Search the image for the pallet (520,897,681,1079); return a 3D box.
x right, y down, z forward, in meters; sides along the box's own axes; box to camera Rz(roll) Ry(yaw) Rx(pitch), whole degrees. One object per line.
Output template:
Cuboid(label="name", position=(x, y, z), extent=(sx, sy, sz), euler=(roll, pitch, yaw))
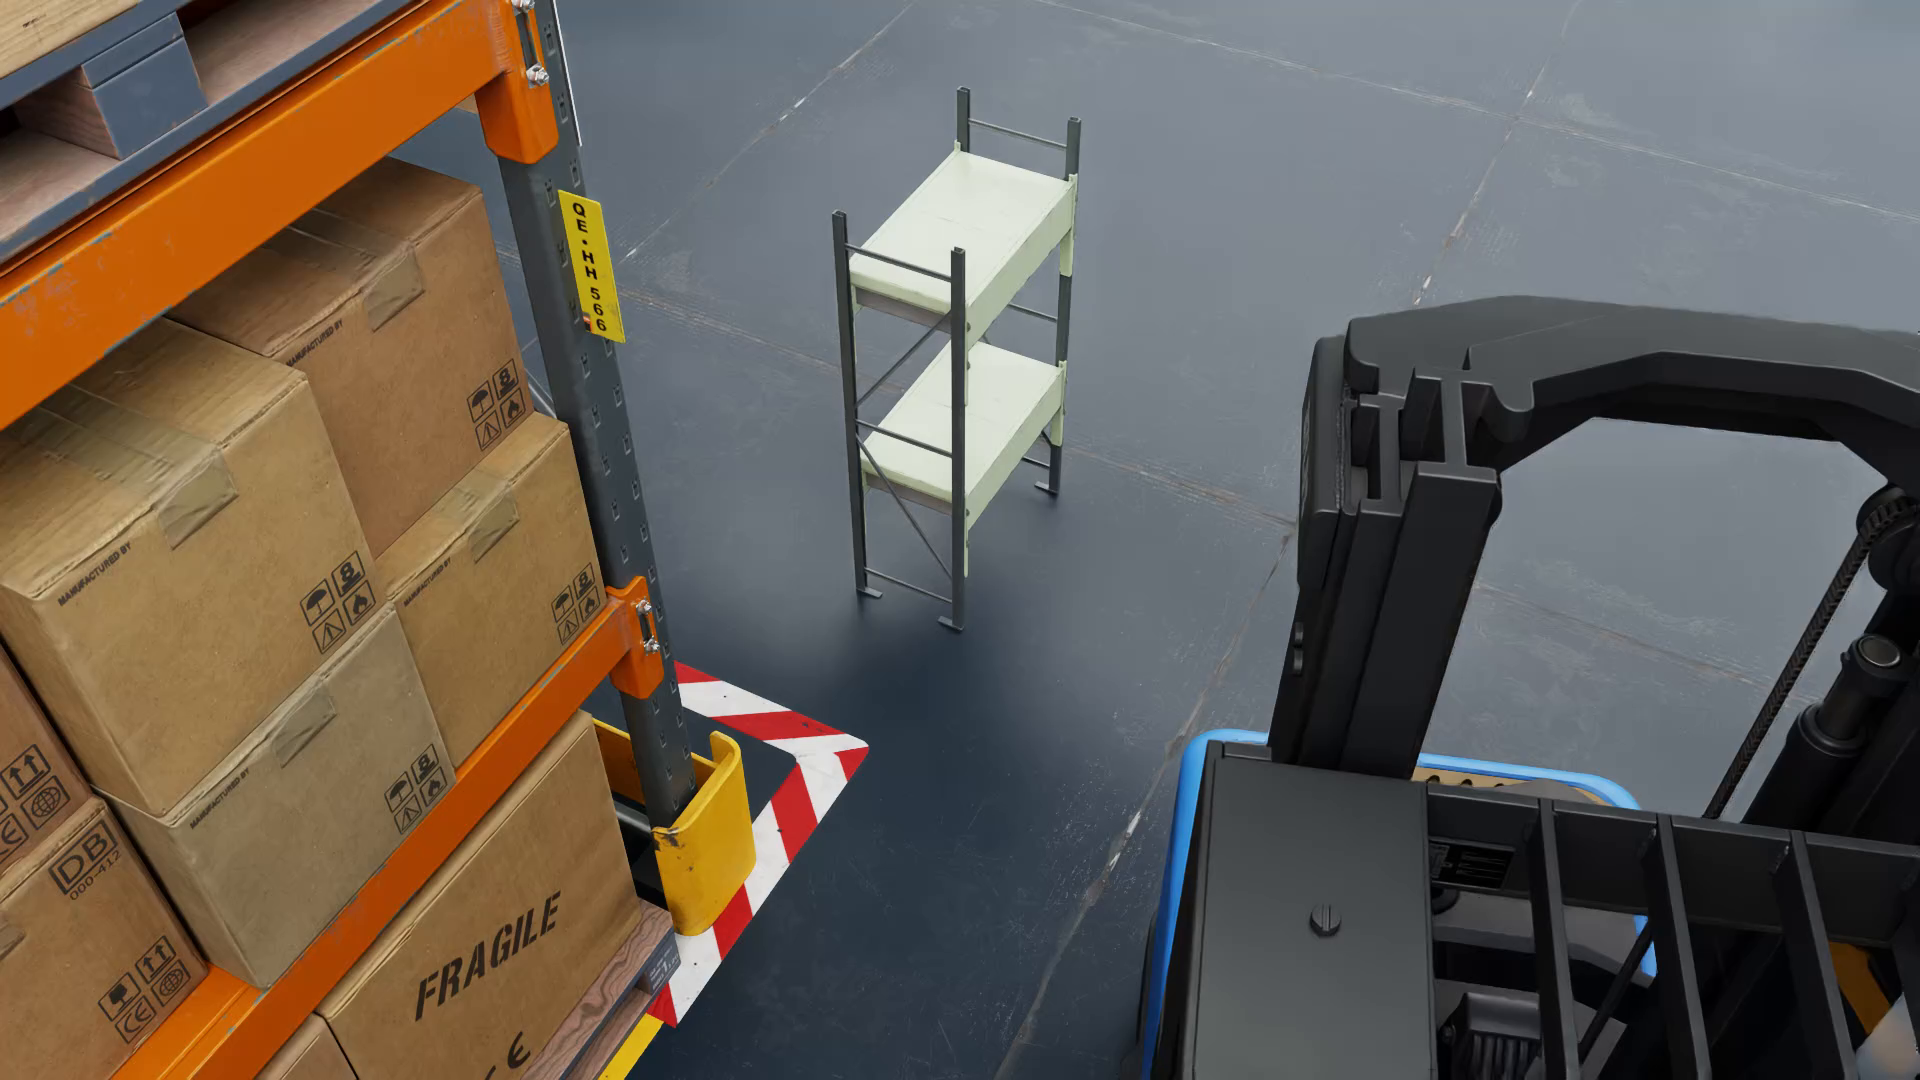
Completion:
Cuboid(label="pallet", position=(-1.479, 1.295, 4.322), extent=(1.003, 0.211, 1.213), euler=(20, 49, 19))

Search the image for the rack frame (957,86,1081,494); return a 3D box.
Cuboid(label="rack frame", position=(0.173, -0.762, 5.449), extent=(0.400, 1.500, 0.023), euler=(20, 49, 19))

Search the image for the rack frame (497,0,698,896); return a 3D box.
Cuboid(label="rack frame", position=(-1.177, -0.215, 3.853), extent=(1.000, 3.000, 0.127), euler=(20, 49, 19))

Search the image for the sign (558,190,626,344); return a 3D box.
Cuboid(label="sign", position=(-0.703, -0.517, 3.171), extent=(0.100, 0.325, 0.005), euler=(20, 49, 19))

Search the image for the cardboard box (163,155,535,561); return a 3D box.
Cuboid(label="cardboard box", position=(-1.384, -0.426, 3.197), extent=(0.875, 0.550, 0.550), euler=(20, 49, 19))

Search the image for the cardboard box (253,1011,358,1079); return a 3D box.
Cuboid(label="cardboard box", position=(-1.840, 1.389, 3.467), extent=(0.875, 0.875, 0.875), euler=(20, 49, 18))

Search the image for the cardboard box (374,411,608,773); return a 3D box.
Cuboid(label="cardboard box", position=(-1.309, -0.019, 3.554), extent=(0.875, 0.550, 0.550), euler=(20, 49, 19))

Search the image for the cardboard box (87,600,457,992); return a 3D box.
Cuboid(label="cardboard box", position=(-1.545, 0.335, 3.204), extent=(0.875, 0.550, 0.550), euler=(20, 49, 19))

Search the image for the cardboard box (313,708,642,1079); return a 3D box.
Cuboid(label="cardboard box", position=(-1.433, 0.834, 4.016), extent=(0.875, 0.875, 0.875), euler=(21, 49, 19))

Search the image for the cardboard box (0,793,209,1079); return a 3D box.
Cuboid(label="cardboard box", position=(-1.916, 0.646, 2.897), extent=(0.875, 0.550, 0.550), euler=(20, 49, 19))

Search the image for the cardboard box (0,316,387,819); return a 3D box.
Cuboid(label="cardboard box", position=(-1.557, -0.049, 2.825), extent=(0.875, 0.550, 0.550), euler=(20, 49, 19))

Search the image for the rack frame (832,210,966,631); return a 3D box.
Cuboid(label="rack frame", position=(-0.167, -0.301, 4.993), extent=(0.400, 1.500, 0.023), euler=(20, 49, 19))

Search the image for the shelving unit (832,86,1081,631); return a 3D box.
Cuboid(label="shelving unit", position=(0.003, -0.531, 5.221), extent=(0.431, 1.500, 0.755), euler=(20, 49, 19))

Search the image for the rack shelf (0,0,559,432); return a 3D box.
Cuboid(label="rack shelf", position=(-2.106, 0.244, 1.797), extent=(1.077, 0.370, 4.000), euler=(20, 49, 19))

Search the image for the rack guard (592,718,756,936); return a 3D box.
Cuboid(label="rack guard", position=(-1.166, 0.649, 4.757), extent=(1.175, 0.500, 0.348), euler=(20, 49, 19))

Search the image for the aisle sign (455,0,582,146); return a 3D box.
Cuboid(label="aisle sign", position=(-0.879, -1.074, 2.875), extent=(0.394, 0.787, 0.004), euler=(20, 49, 19))

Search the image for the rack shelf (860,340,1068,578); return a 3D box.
Cuboid(label="rack shelf", position=(0.003, -0.302, 5.453), extent=(0.431, 0.370, 0.720), euler=(20, 49, 19))

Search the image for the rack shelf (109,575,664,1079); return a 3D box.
Cuboid(label="rack shelf", position=(-2.106, 1.298, 2.864), extent=(1.077, 0.370, 4.000), euler=(20, 49, 19))

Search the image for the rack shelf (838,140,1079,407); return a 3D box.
Cuboid(label="rack shelf", position=(0.003, -0.806, 4.943), extent=(0.431, 0.370, 0.720), euler=(20, 49, 19))

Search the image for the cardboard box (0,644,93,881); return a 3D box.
Cuboid(label="cardboard box", position=(-1.938, 0.259, 2.521), extent=(0.875, 0.550, 0.550), euler=(20, 49, 19))

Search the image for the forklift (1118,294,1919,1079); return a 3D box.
Cuboid(label="forklift", position=(0.783, 1.240, 2.464), extent=(1.130, 2.935, 3.031), euler=(7, 46, 7))
